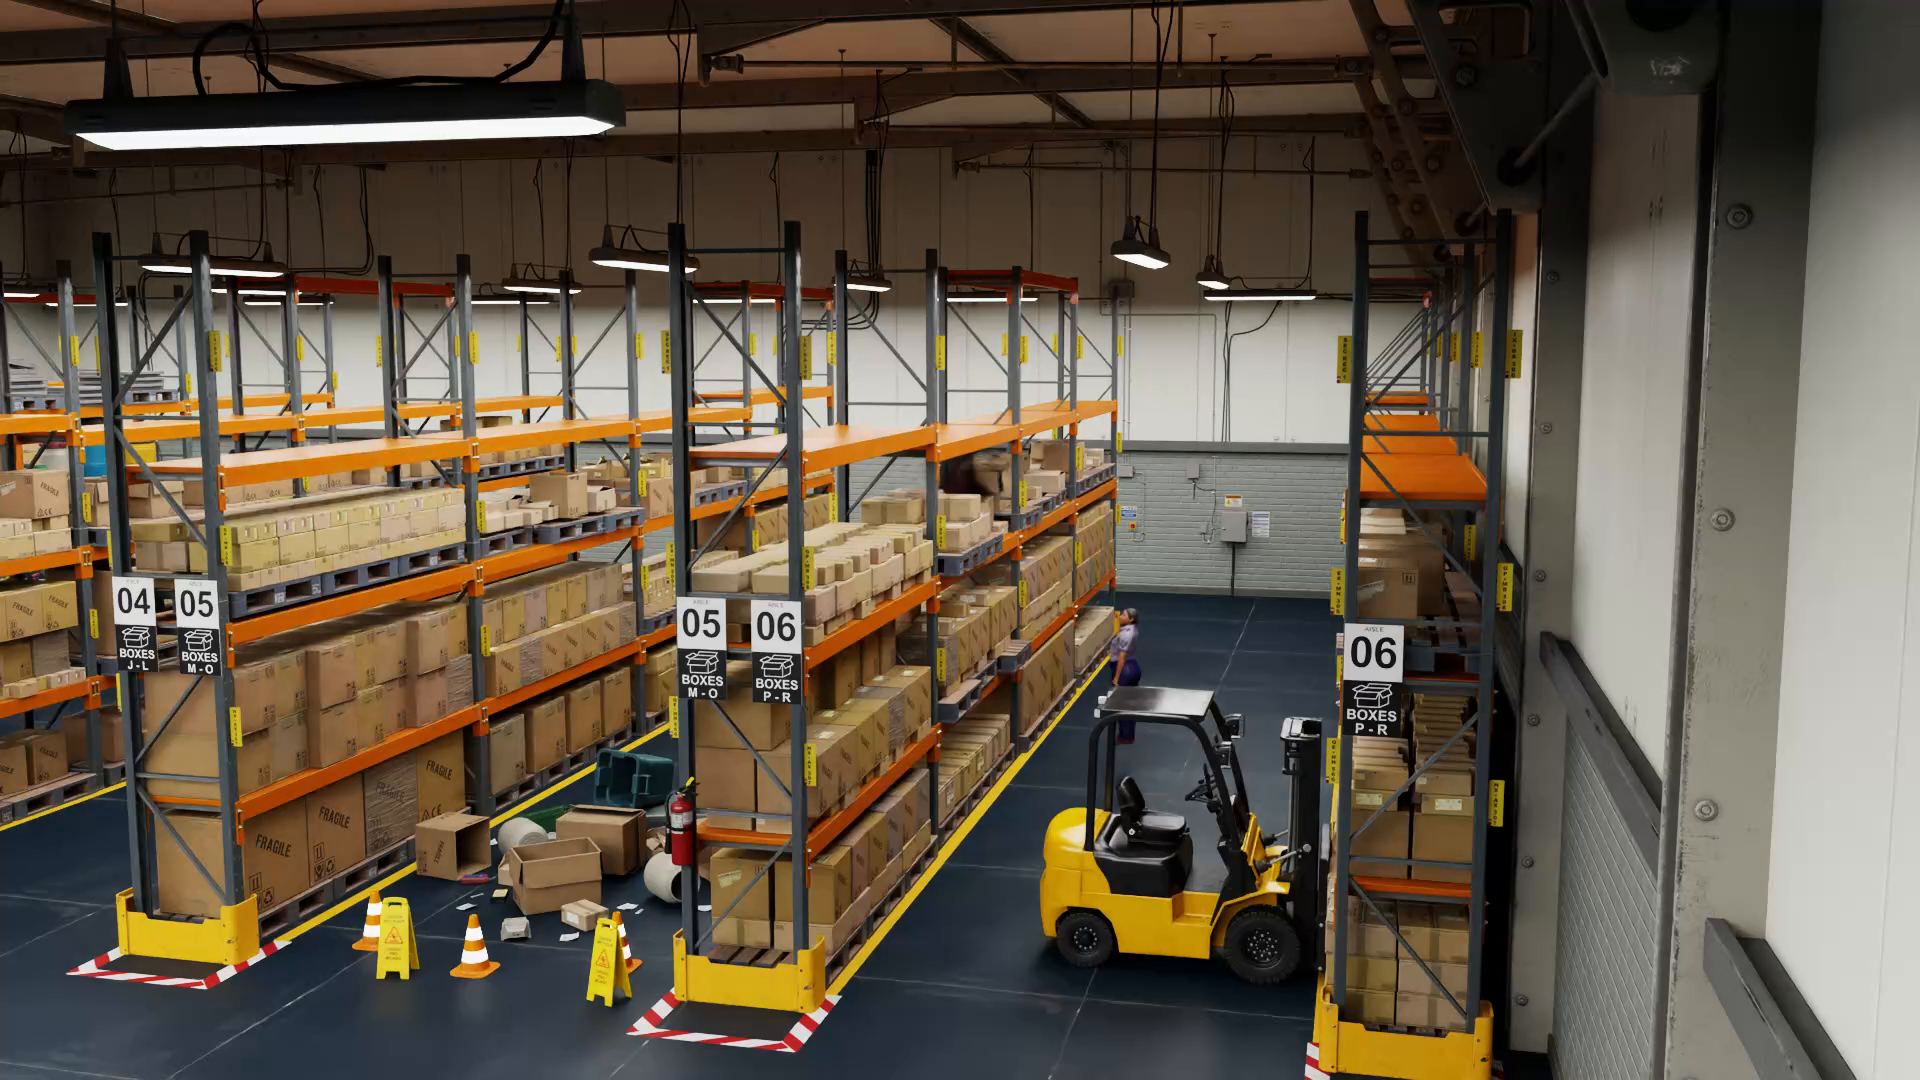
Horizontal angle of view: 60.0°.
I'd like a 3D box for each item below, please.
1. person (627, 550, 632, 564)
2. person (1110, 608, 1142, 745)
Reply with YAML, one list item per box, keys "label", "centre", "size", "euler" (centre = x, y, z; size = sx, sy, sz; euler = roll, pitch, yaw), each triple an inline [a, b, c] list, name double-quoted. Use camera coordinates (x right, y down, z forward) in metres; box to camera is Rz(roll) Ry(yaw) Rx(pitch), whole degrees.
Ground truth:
- label: "person"
  centre: [-5.493, 0.937, 28.150]
  size: [0.412, 1.612, 0.928]
  euler: [2, 7, 18]
- label: "person"
  centre: [1.970, 1.637, 20.000]
  size: [0.365, 1.634, 0.546]
  euler: [4, 8, 29]
